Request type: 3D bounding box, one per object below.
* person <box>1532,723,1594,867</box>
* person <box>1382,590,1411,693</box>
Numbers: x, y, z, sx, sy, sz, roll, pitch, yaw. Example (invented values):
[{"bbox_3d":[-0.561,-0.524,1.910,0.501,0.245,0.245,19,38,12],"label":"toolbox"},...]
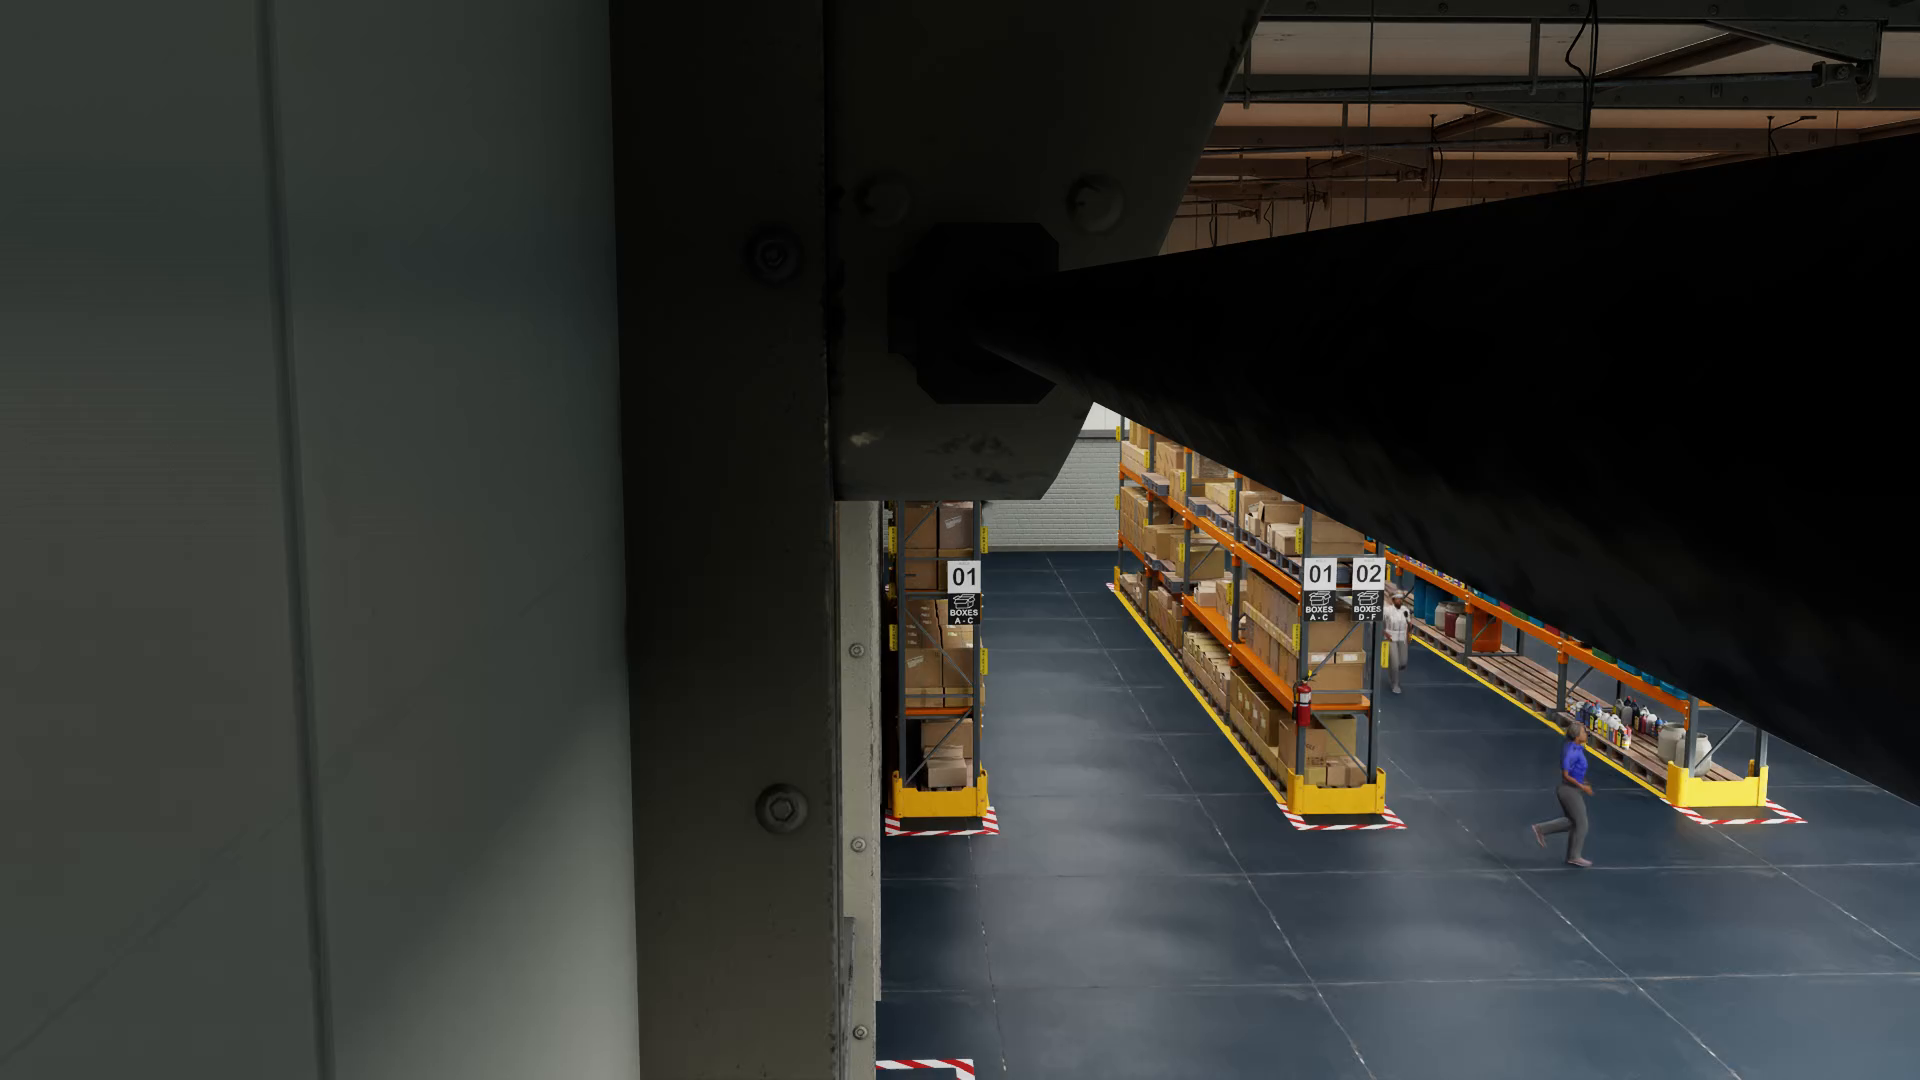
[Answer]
[{"bbox_3d":[6.819,2.865,18.715,0.645,1.637,0.578,3,9,18],"label":"person"},{"bbox_3d":[7.070,1.623,27.094,0.586,1.676,0.562,-1,8,-9],"label":"person"}]
